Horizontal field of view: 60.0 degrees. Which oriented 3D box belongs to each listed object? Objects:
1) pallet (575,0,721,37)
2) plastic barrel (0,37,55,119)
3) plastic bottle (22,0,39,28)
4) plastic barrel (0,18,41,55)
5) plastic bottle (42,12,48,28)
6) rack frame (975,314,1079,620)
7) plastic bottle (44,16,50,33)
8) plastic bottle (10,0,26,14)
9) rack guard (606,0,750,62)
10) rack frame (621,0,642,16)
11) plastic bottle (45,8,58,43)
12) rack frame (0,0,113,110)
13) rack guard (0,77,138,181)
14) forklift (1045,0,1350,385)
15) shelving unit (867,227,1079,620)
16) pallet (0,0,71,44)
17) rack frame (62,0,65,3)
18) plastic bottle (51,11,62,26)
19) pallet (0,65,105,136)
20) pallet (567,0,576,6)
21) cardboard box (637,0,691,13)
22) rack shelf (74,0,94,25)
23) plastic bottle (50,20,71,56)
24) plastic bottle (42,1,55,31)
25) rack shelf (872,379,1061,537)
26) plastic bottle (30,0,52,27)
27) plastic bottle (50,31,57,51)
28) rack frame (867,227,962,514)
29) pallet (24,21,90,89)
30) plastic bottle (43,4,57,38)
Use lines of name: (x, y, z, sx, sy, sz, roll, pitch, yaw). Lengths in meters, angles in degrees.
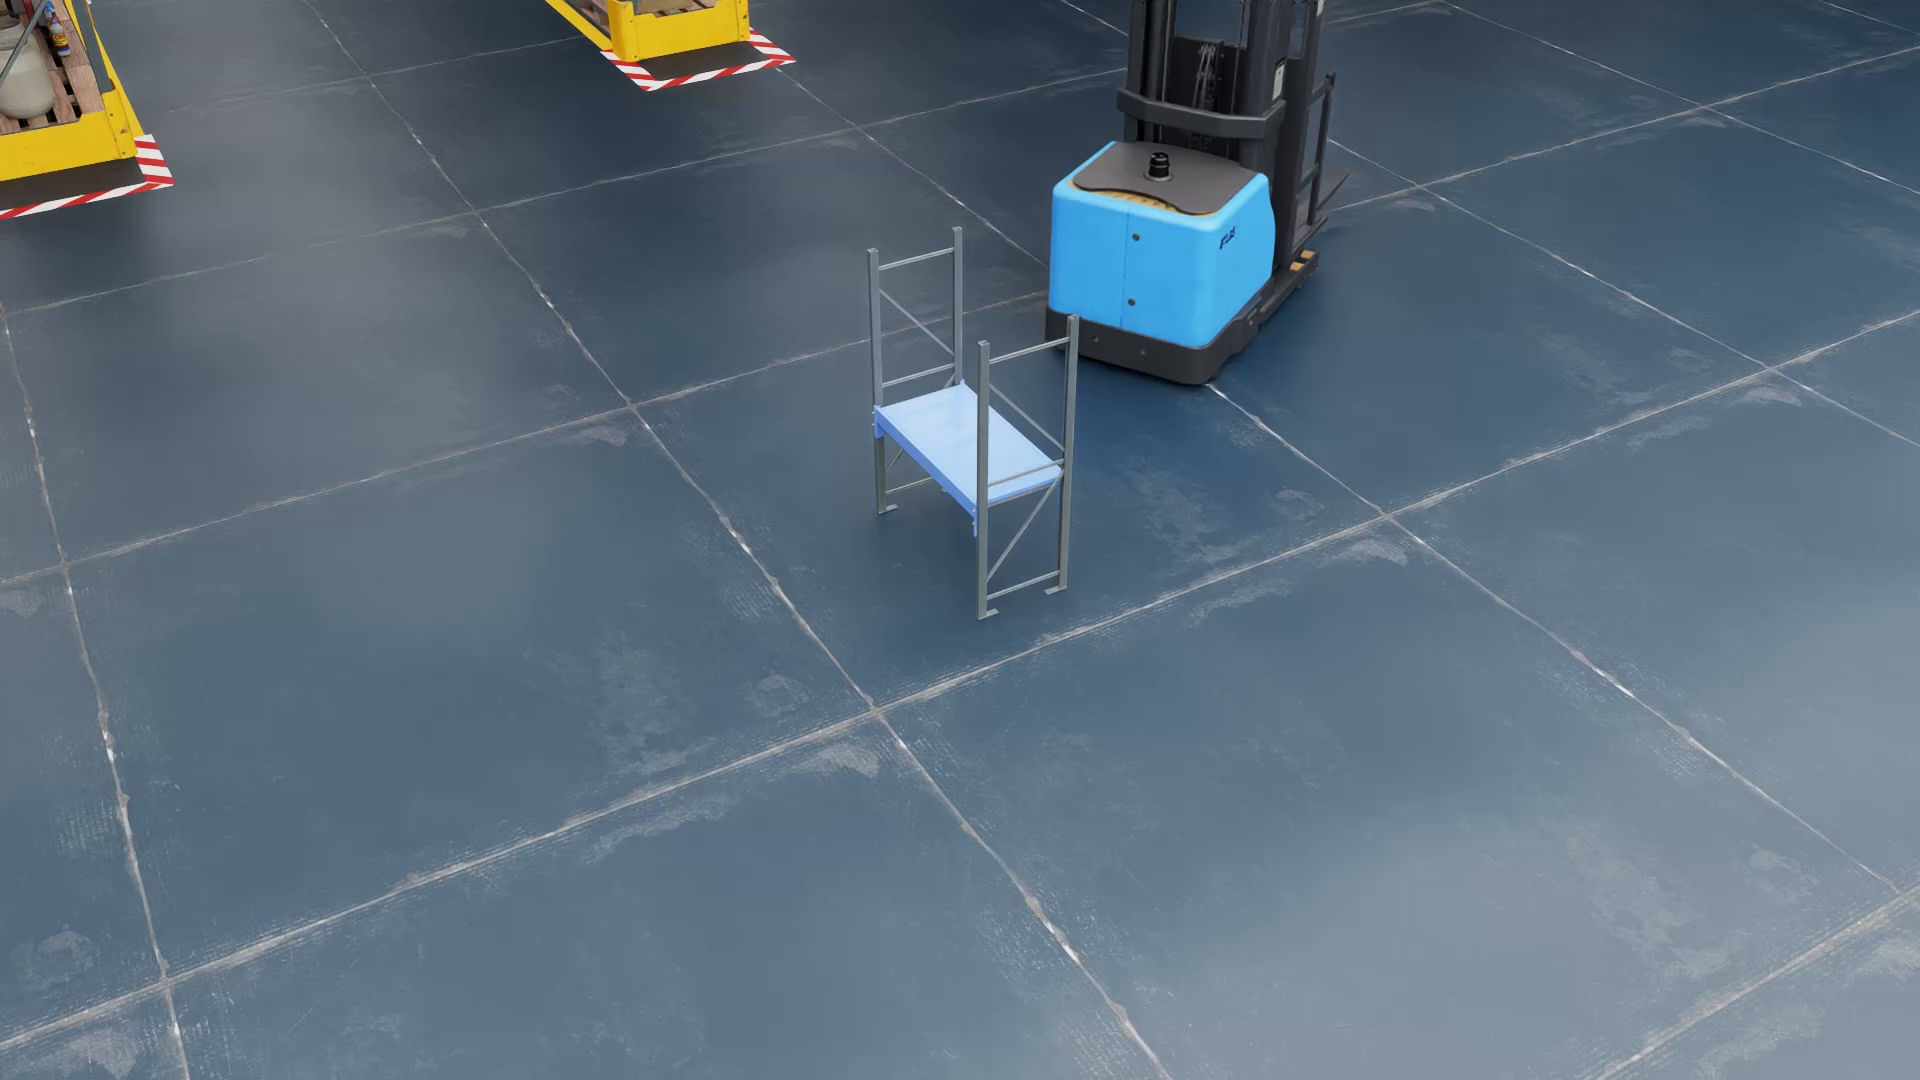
pallet: (-2.768, -4.772, 14.833, 1.003, 0.211, 1.213, -19, 40, -24)
plastic barrel: (-7.032, -3.445, 12.405, 0.421, 0.512, 0.421, 0, 36, 0)
plastic bottle: (-7.827, -4.466, 13.979, 0.061, 0.283, 0.133, -19, 40, -24)
plastic barrel: (-7.284, -3.701, 12.755, 0.421, 0.512, 0.421, 0, 36, 0)
plastic bottle: (-7.652, -4.413, 13.976, 0.097, 0.201, 0.097, 0, 36, 0)
rack frame: (0.298, -0.303, 7.621, 0.500, 1.500, 0.032, -19, 40, -24)
plastic bottle: (-7.549, -4.308, 13.832, 0.097, 0.201, 0.097, 0, 36, 0)
plastic bottle: (-8.091, -4.687, 14.288, 0.152, 0.276, 0.135, -19, 40, -24)
rack guard: (-2.391, -4.464, 14.166, 1.175, 0.500, 0.348, -19, 40, -24)
rack frame: (-2.353, -5.435, 13.376, 1.000, 3.000, 0.127, -19, 40, -24)
plastic bottle: (-7.449, -4.235, 13.673, 0.097, 0.271, 0.097, 0, 36, 0)
rack frame: (-6.635, -3.967, 11.366, 1.000, 3.000, 0.127, -19, 40, -24)
rack guard: (-6.714, -2.983, 12.137, 1.175, 0.500, 0.348, -19, 40, -24)
forklift: (1.683, -2.924, 9.996, 1.130, 2.935, 3.031, 19, 40, 24)
shelving unit: (0.043, -0.562, 7.975, 0.538, 1.500, 1.048, -19, 40, -24)
pallet: (-8.343, -4.526, 14.496, 1.003, 0.211, 1.213, -19, 40, -24)
rack frame: (-8.645, -6.007, 14.159, 1.000, 3.000, 0.127, -19, 40, -24)
plastic bottle: (-7.375, -4.186, 13.595, 0.061, 0.283, 0.133, -18, 40, -23)
pallet: (-7.118, -3.282, 12.792, 1.003, 0.211, 1.213, -19, 40, -24)
pallet: (-3.377, -5.394, 15.684, 1.003, 0.211, 1.213, -19, 40, -24)
cardboard box: (-2.652, -4.919, 14.432, 0.500, 0.500, 0.500, -12, 38, -16)
rack shelf: (-7.640, -4.697, 12.975, 1.077, 0.370, 4.000, -19, 40, -24)
plastic bottle: (-7.277, -4.060, 13.433, 0.097, 0.271, 0.097, 0, 36, 0)
plastic bottle: (-7.601, -4.389, 13.884, 0.097, 0.271, 0.097, 0, 36, 0)
rack shelf: (0.043, -0.417, 8.082, 0.538, 0.185, 1.000, -19, 40, -24)
plastic bottle: (-7.735, -4.495, 14.025, 0.152, 0.276, 0.135, -18, 40, -23)
plastic bottle: (-7.329, -4.085, 13.526, 0.097, 0.201, 0.097, 0, 36, 0)
rack frame: (-0.213, -0.821, 8.330, 0.500, 1.500, 0.032, -19, 40, -24)
pallet: (-7.726, -3.903, 13.643, 1.003, 0.211, 1.213, -19, 40, -24)
plastic bottle: (-7.499, -4.286, 13.743, 0.097, 0.271, 0.097, 0, 36, 0)
